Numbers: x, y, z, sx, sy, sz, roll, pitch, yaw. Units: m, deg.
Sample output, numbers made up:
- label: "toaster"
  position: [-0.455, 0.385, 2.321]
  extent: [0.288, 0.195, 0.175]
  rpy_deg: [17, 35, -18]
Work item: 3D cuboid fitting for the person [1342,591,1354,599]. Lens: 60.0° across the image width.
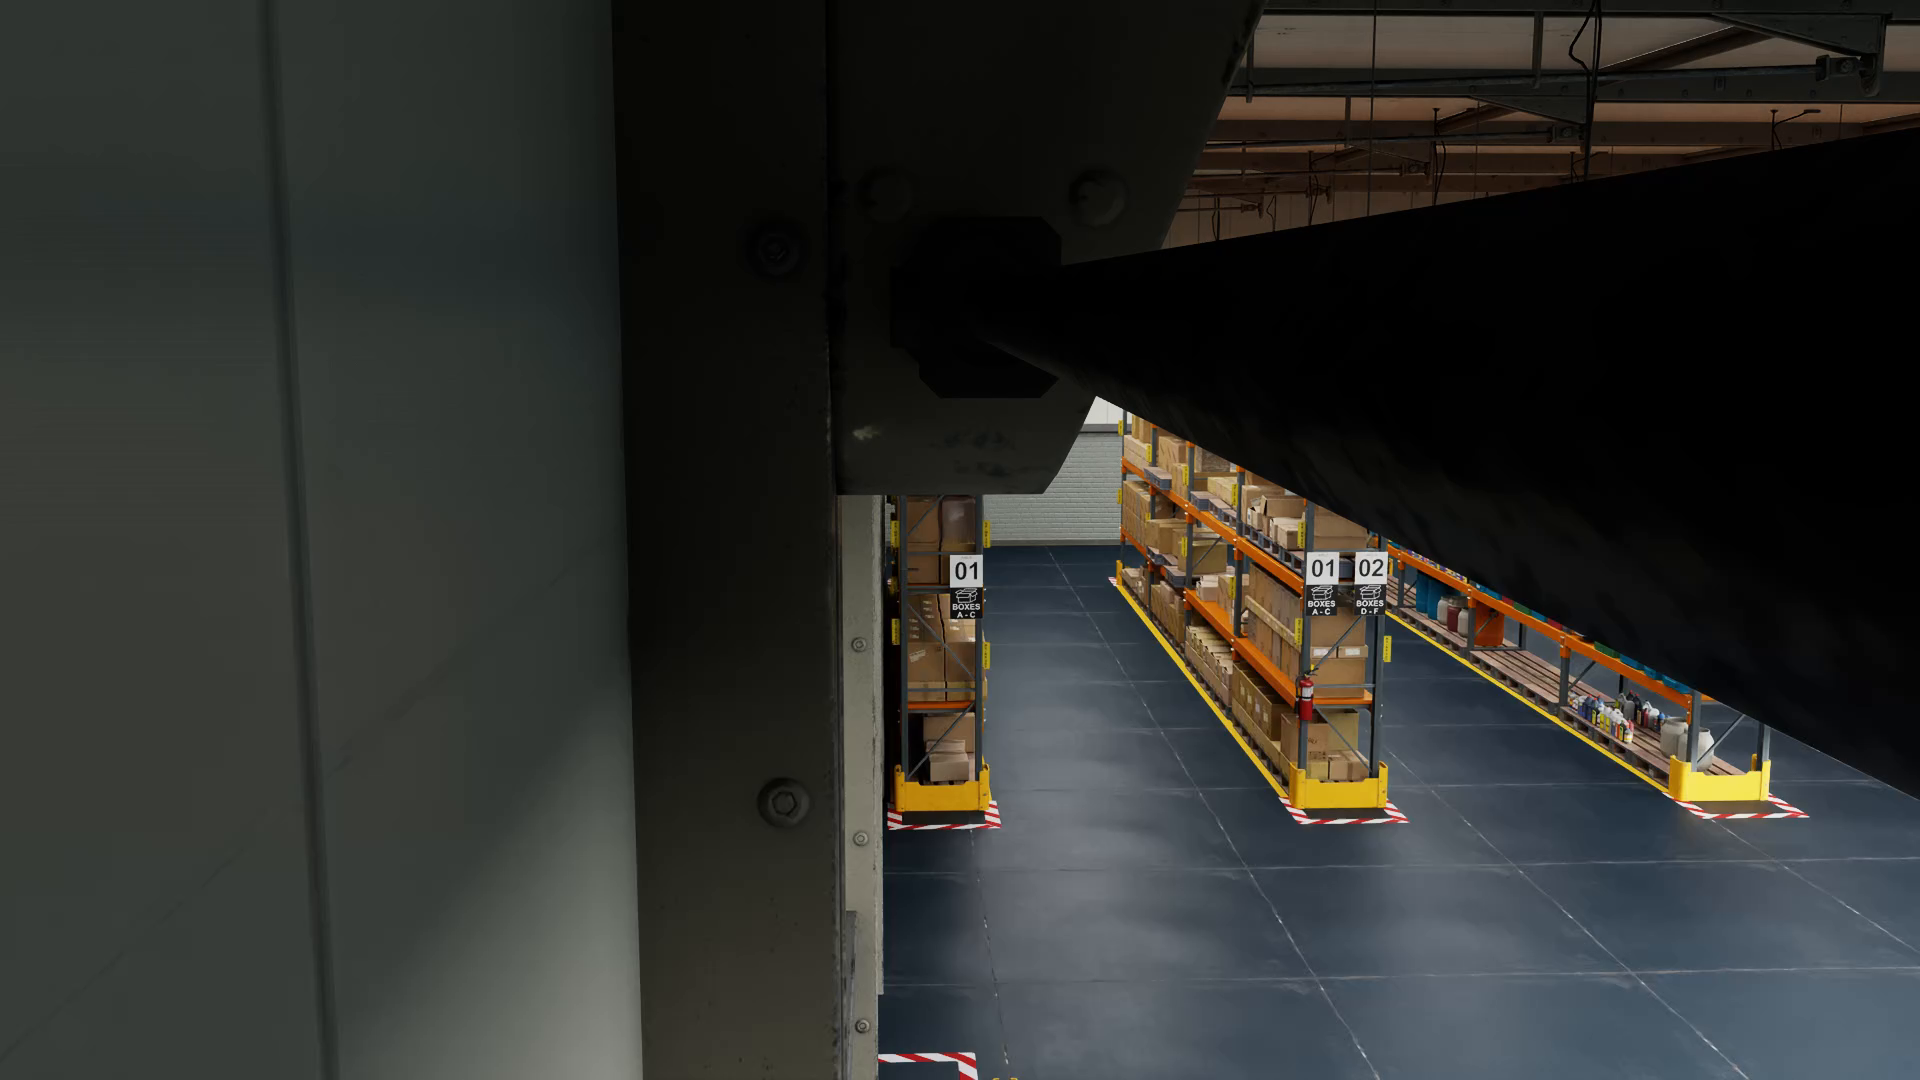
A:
- label: "person"
  position: [7.773, 0.707, 33.084]
  extent: [0.656, 1.529, 1.073]
  rpy_deg: [5, 10, 32]
